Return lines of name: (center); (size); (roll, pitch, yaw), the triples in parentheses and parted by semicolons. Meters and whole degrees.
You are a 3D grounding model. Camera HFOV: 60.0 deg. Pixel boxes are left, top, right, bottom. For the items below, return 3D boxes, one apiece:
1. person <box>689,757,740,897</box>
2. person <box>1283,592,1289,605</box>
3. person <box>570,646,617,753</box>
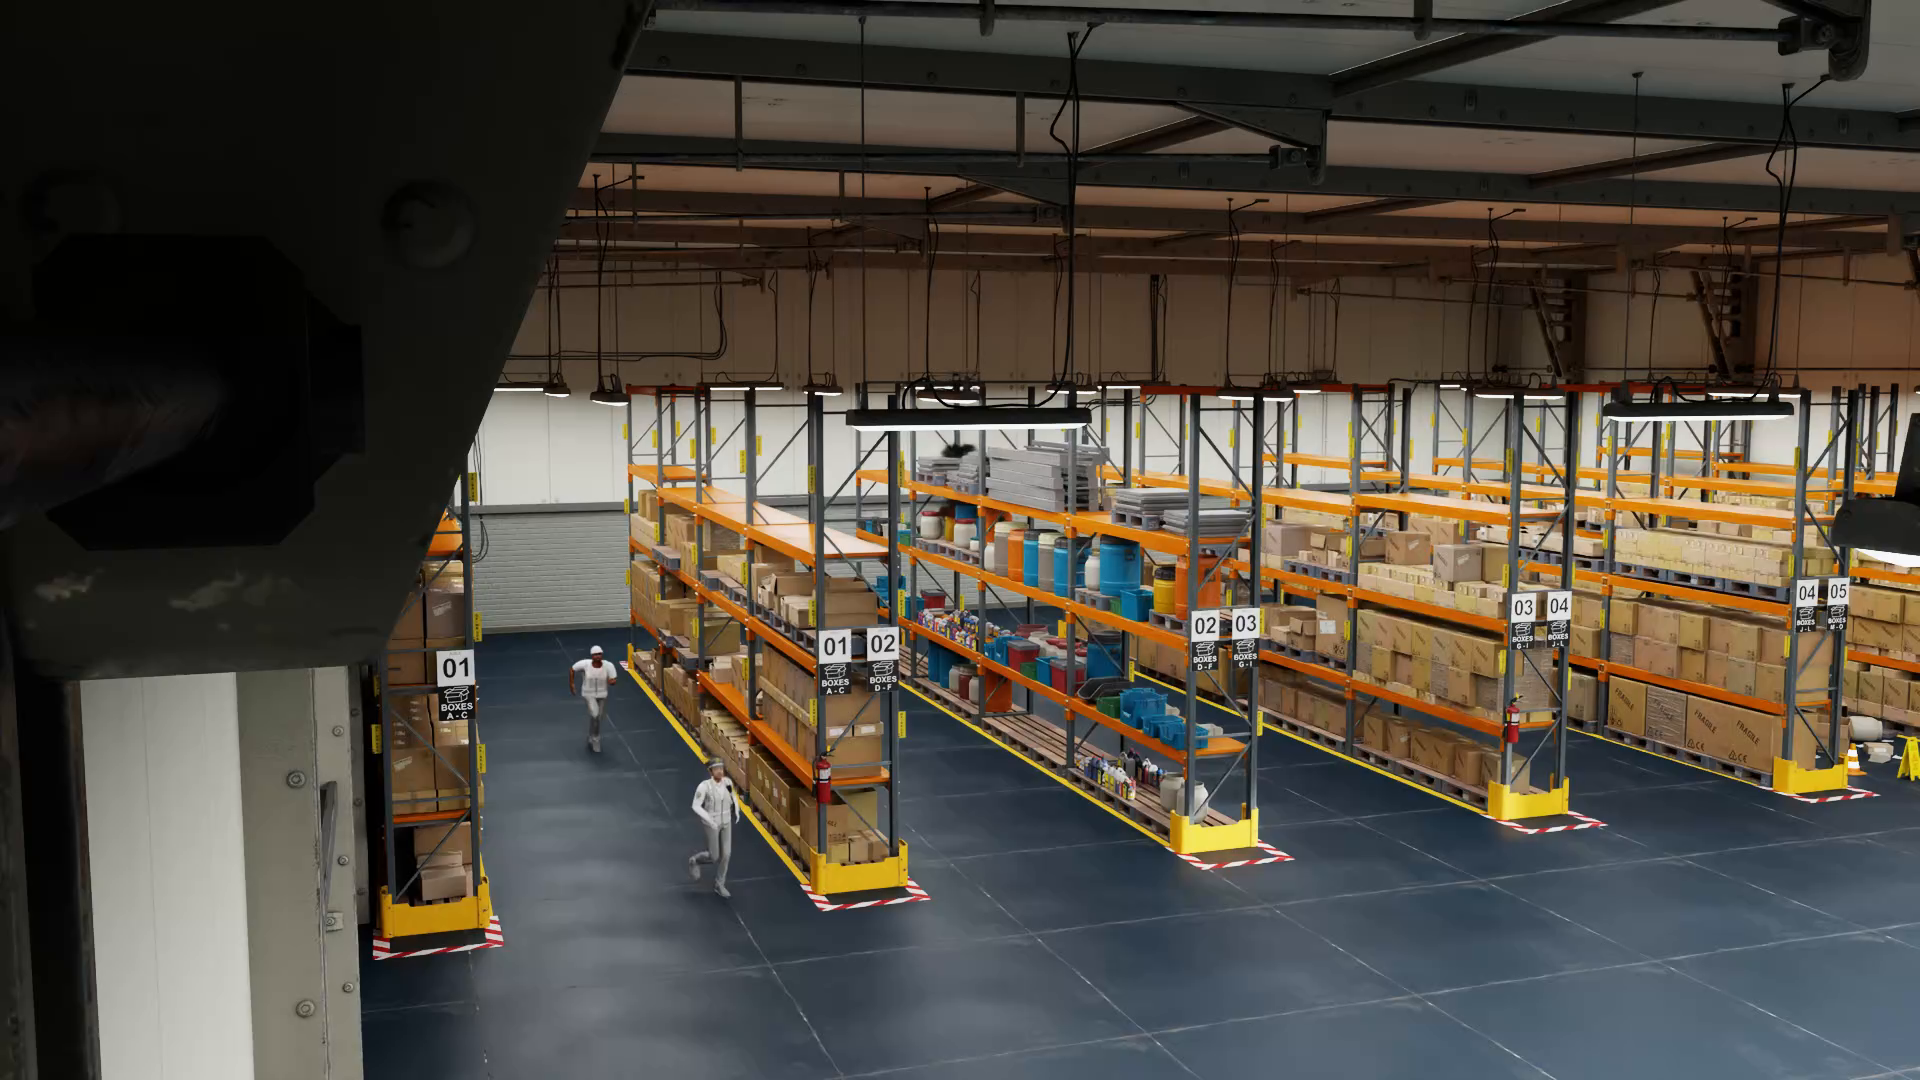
person: (-2.965, 3.436, 20.175); (0.623, 1.687, 0.692); (-4, 7, -37)
person: (8.120, 1.280, 41.303); (0.500, 1.597, 0.631); (3, 6, 24)
person: (-6.061, 2.618, 27.588); (0.729, 1.785, 0.835); (-3, 7, -26)
